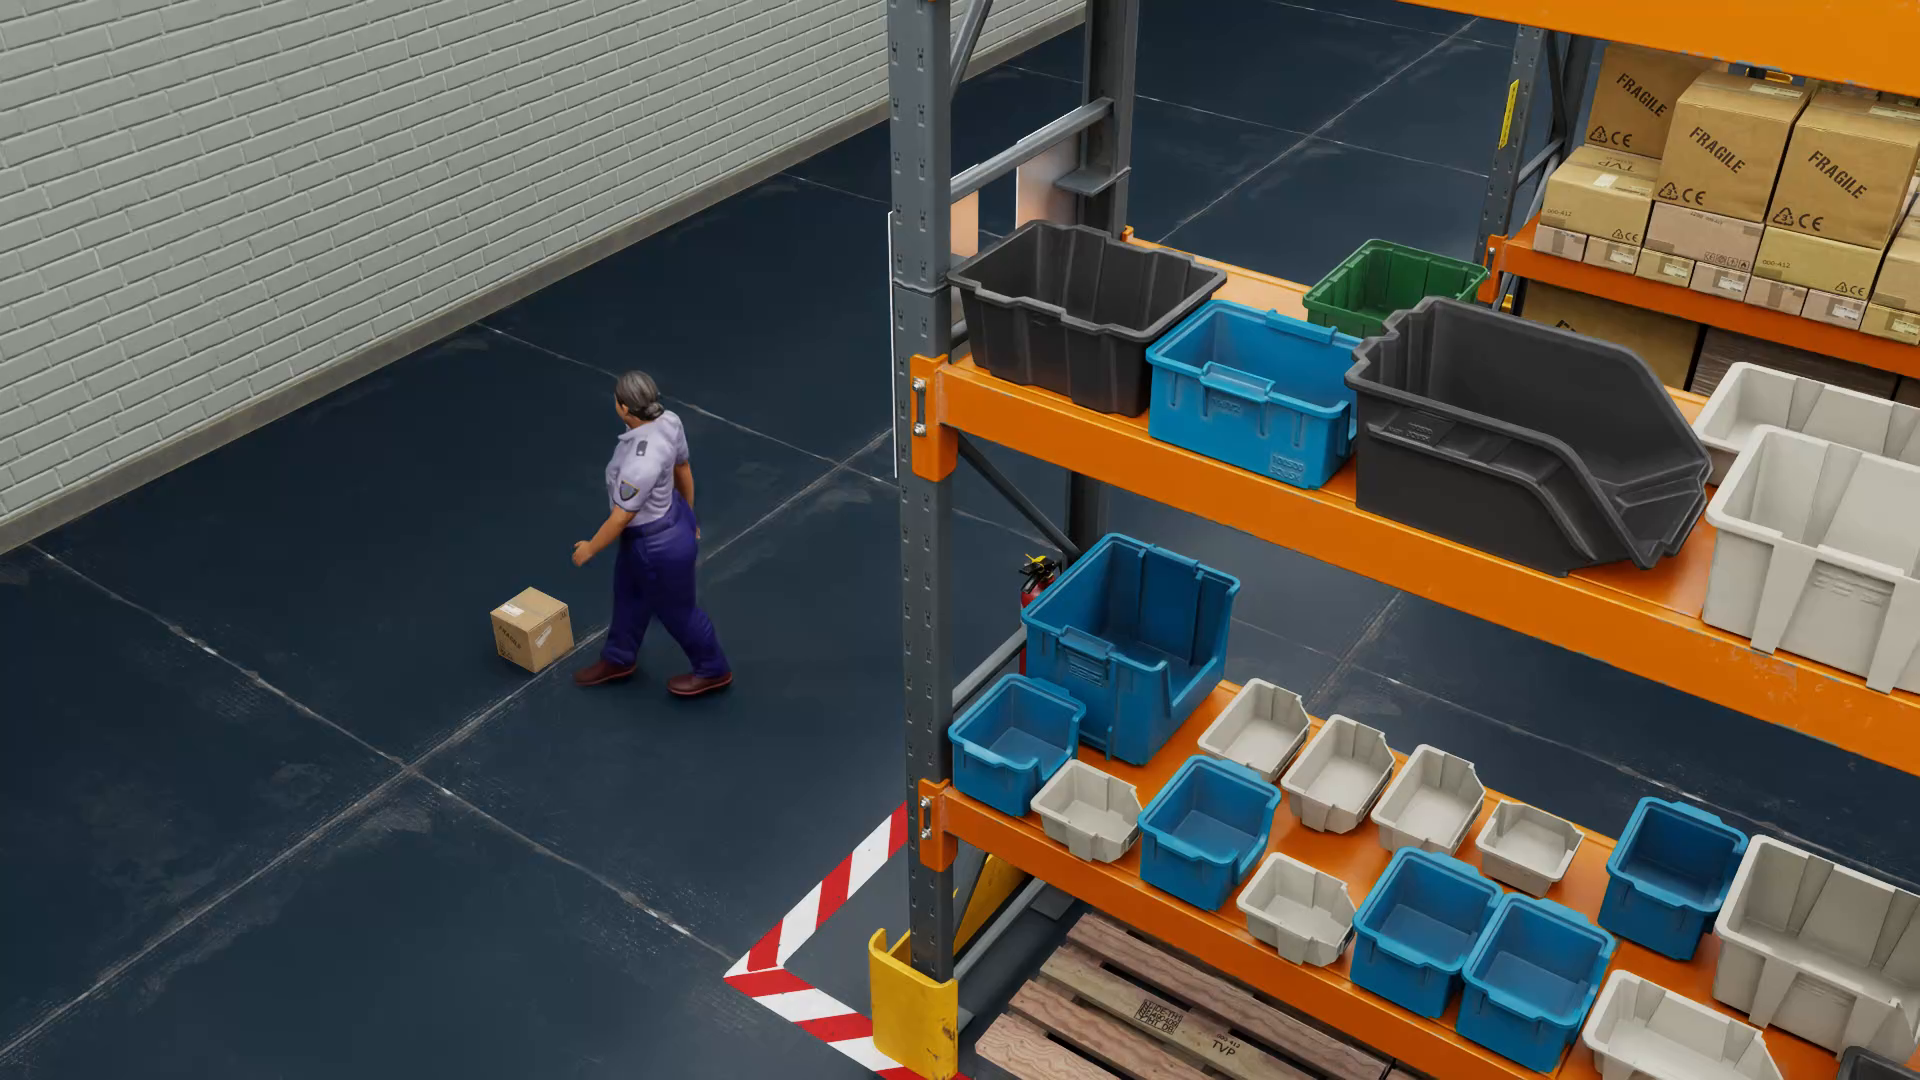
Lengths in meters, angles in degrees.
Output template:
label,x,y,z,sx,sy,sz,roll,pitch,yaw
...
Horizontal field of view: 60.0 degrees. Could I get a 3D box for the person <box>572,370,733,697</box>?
label,x,y,z,sx,sy,sz,roll,pitch,yaw
person,-1.408,0.008,7.137,0.729,1.647,0.476,-3,35,-4
